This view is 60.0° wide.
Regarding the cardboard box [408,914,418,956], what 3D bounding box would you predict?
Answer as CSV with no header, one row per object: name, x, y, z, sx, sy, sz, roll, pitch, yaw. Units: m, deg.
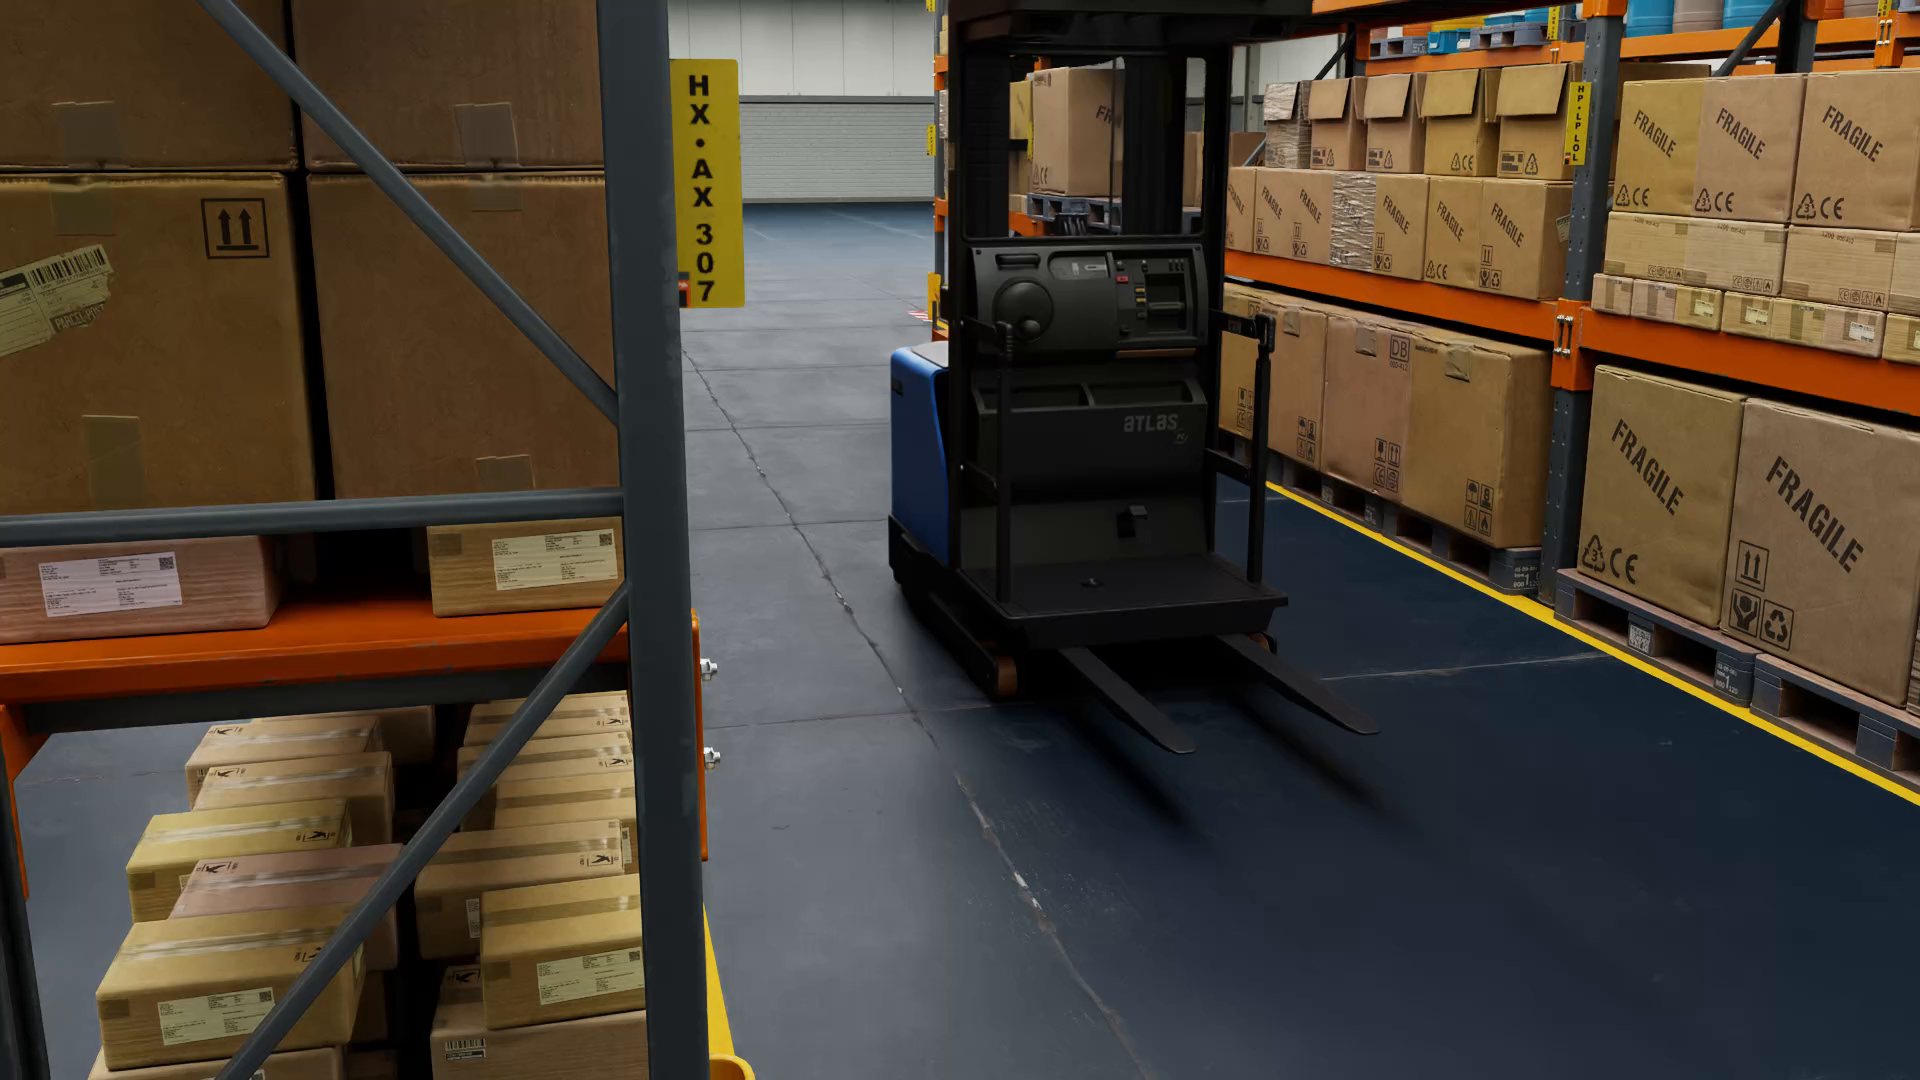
cardboard box,-1.404,0.872,3.658,0.380,0.149,0.250,-3,14,-13

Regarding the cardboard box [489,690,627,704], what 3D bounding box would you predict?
cardboard box,-0.991,0.427,4.229,0.380,0.149,0.250,-3,14,-12

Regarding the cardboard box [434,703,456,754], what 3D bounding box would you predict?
cardboard box,-1.659,0.569,4.901,0.380,0.149,0.250,-4,14,-16

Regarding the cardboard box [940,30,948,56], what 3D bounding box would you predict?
cardboard box,0.079,-5.226,17.493,0.500,0.250,0.500,-3,14,-12

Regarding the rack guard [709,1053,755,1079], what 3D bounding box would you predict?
rack guard,-0.888,1.174,2.569,1.175,0.500,0.348,-3,14,-13

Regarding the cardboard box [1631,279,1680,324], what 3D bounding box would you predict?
cardboard box,2.844,-0.929,6.440,0.380,0.149,0.250,-4,14,-15

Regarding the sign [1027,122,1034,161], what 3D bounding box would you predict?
sign,0.631,-3.433,14.334,0.100,0.325,0.005,-3,14,-13

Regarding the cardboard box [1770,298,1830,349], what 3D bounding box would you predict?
cardboard box,3.030,-0.749,5.702,0.380,0.149,0.250,-3,14,-14

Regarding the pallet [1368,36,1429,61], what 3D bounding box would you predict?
pallet,5.131,-5.412,18.338,1.003,0.211,1.213,-3,14,-13

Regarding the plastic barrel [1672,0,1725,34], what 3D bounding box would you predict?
plastic barrel,6.455,-4.765,14.234,0.600,0.901,0.600,0,14,0

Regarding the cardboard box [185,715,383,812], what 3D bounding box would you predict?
cardboard box,-1.544,0.525,3.826,0.380,0.149,0.250,-3,14,-11

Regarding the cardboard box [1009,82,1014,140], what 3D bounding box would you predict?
cardboard box,0.665,-3.927,15.236,0.500,0.500,0.500,-3,14,-13

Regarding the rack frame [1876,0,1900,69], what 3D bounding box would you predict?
rack frame,6.911,-2.398,11.921,1.000,3.000,0.127,-3,14,-13

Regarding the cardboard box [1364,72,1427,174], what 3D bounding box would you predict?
cardboard box,2.567,-2.183,8.718,0.797,0.503,0.637,-3,14,-11

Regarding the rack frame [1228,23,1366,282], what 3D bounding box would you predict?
rack frame,2.096,-2.122,10.791,1.000,3.000,0.127,-3,14,-13

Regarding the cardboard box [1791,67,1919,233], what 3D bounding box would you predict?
cardboard box,3.135,-1.276,5.440,0.500,0.500,0.500,-4,14,-15

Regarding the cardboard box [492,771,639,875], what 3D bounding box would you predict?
cardboard box,-0.779,0.607,3.491,0.380,0.149,0.250,-3,14,-13

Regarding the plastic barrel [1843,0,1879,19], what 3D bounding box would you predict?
plastic barrel,6.929,-4.300,12.330,0.600,0.901,0.600,0,14,0

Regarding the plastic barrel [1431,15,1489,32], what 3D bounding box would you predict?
plastic barrel,5.423,-5.740,17.999,0.600,0.588,0.600,0,14,0

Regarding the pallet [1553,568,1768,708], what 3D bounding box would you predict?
pallet,3.138,0.336,6.609,1.003,0.211,1.213,-3,14,-13

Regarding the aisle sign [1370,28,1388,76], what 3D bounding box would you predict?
aisle sign,4.730,-5.506,19.168,0.394,0.787,0.004,-3,14,-13

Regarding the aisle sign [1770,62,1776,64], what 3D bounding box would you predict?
aisle sign,10.118,-5.813,20.422,0.394,0.787,0.004,-3,14,-13

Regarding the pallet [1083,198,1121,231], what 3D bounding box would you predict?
pallet,1.592,-2.483,12.674,1.003,0.211,1.213,-3,14,-13

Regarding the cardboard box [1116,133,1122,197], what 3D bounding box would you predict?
cardboard box,1.654,-2.904,12.890,0.797,0.503,0.637,-2,14,-7

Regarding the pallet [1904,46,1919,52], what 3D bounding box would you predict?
pallet,10.562,-5.205,17.278,1.003,0.211,1.213,-3,14,-13

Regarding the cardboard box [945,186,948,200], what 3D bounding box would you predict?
cardboard box,0.053,-3.766,18.051,0.380,0.149,0.250,-3,14,-13

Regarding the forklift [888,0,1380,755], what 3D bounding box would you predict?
forklift,0.559,-0.945,6.120,1.130,2.935,3.031,-4,14,-15

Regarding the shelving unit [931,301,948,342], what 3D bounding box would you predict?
shelving unit,0.039,-0.545,8.128,0.258,1.200,0.503,-3,14,-13

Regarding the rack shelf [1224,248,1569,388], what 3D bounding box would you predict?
rack shelf,2.566,-1.311,8.988,1.077,0.370,4.000,-3,14,-13

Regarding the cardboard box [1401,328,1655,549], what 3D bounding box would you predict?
cardboard box,2.866,-0.517,7.816,1.225,0.875,0.875,-3,14,-13

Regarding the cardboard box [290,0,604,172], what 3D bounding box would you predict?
cardboard box,-0.717,-0.820,2.519,0.500,0.500,0.500,-3,14,-14

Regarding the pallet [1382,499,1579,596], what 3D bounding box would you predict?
pallet,2.781,-0.018,8.056,1.003,0.211,1.213,-3,14,-13

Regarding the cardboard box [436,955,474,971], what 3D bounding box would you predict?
cardboard box,-0.896,0.760,3.490,0.380,0.149,0.250,-3,14,-12

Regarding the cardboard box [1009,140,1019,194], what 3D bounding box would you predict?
cardboard box,0.813,-3.572,15.889,0.875,0.500,0.500,-3,14,-13

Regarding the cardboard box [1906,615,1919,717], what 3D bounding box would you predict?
cardboard box,3.533,0.199,4.885,0.875,0.875,0.875,-3,14,-13

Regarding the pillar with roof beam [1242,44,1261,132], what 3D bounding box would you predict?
pillar with roof beam,4.437,-14.277,47.905,9.100,9.000,0.400,-3,14,-13

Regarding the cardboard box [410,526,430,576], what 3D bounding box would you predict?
cardboard box,-0.727,-0.050,2.842,0.380,0.149,0.250,-3,14,-11

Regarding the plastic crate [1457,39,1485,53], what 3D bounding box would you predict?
plastic crate,5.201,-4.997,16.797,0.243,0.136,0.396,-3,14,-13

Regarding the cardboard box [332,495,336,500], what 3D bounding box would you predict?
cardboard box,-1.316,-0.077,2.951,0.380,0.149,0.250,-3,14,-14

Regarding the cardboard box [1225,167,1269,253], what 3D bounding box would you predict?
cardboard box,1.946,-2.043,10.258,0.500,0.500,0.500,-3,14,-12

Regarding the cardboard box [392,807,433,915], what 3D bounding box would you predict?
cardboard box,-1.358,0.720,3.655,0.380,0.149,0.250,-3,14,-14

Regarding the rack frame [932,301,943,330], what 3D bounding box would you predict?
rack frame,-0.018,-0.601,8.359,0.240,1.200,0.015,-3,14,-13

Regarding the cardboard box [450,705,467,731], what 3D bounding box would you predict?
cardboard box,-1.163,0.516,4.490,0.380,0.149,0.250,-3,14,-11

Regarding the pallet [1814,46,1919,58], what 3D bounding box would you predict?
pallet,10.279,-5.486,18.428,1.003,0.211,1.213,-3,14,-13

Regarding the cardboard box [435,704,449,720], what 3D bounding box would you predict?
cardboard box,-1.694,0.427,4.855,0.380,0.149,0.250,-3,14,-11

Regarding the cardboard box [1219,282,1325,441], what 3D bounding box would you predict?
cardboard box,2.238,-1.133,10.337,1.225,0.875,0.875,-4,14,-16

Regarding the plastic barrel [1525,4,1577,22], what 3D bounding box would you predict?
plastic barrel,5.842,-5.461,16.197,0.600,0.901,0.708,-3,14,-13

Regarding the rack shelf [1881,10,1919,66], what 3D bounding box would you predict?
rack shelf,7.381,-3.044,9.762,1.077,0.370,4.000,-3,14,-13

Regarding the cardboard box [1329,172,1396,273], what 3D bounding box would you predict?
cardboard box,2.309,-1.691,8.816,0.500,0.500,0.500,-3,14,-13

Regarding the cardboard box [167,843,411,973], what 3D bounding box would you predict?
cardboard box,-1.244,0.700,3.111,0.380,0.149,0.250,-3,14,-12

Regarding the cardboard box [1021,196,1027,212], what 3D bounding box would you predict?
cardboard box,0.771,-3.075,15.222,0.380,0.149,0.250,-3,14,-13

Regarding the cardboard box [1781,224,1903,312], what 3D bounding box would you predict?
cardboard box,3.131,-0.913,5.534,0.500,0.250,0.500,-3,14,-12

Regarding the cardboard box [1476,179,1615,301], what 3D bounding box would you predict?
cardboard box,2.661,-1.340,7.381,0.500,0.500,0.500,-3,14,-13

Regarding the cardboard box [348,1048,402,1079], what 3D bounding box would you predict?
cardboard box,-1.196,1.048,2.939,0.380,0.149,0.250,-3,14,-12

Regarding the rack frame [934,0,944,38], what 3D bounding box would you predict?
rack frame,0.218,-6.881,17.633,1.000,3.000,0.127,-3,14,-13

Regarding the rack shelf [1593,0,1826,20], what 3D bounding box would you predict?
rack shelf,3.506,-1.845,4.855,1.077,0.370,4.000,-3,14,-13

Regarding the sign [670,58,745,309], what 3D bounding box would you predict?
sign,-0.342,-0.474,2.222,0.100,0.325,0.005,-3,14,-13

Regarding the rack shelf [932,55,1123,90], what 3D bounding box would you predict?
rack shelf,0.687,-4.613,16.186,1.077,0.370,4.000,-3,14,-13
